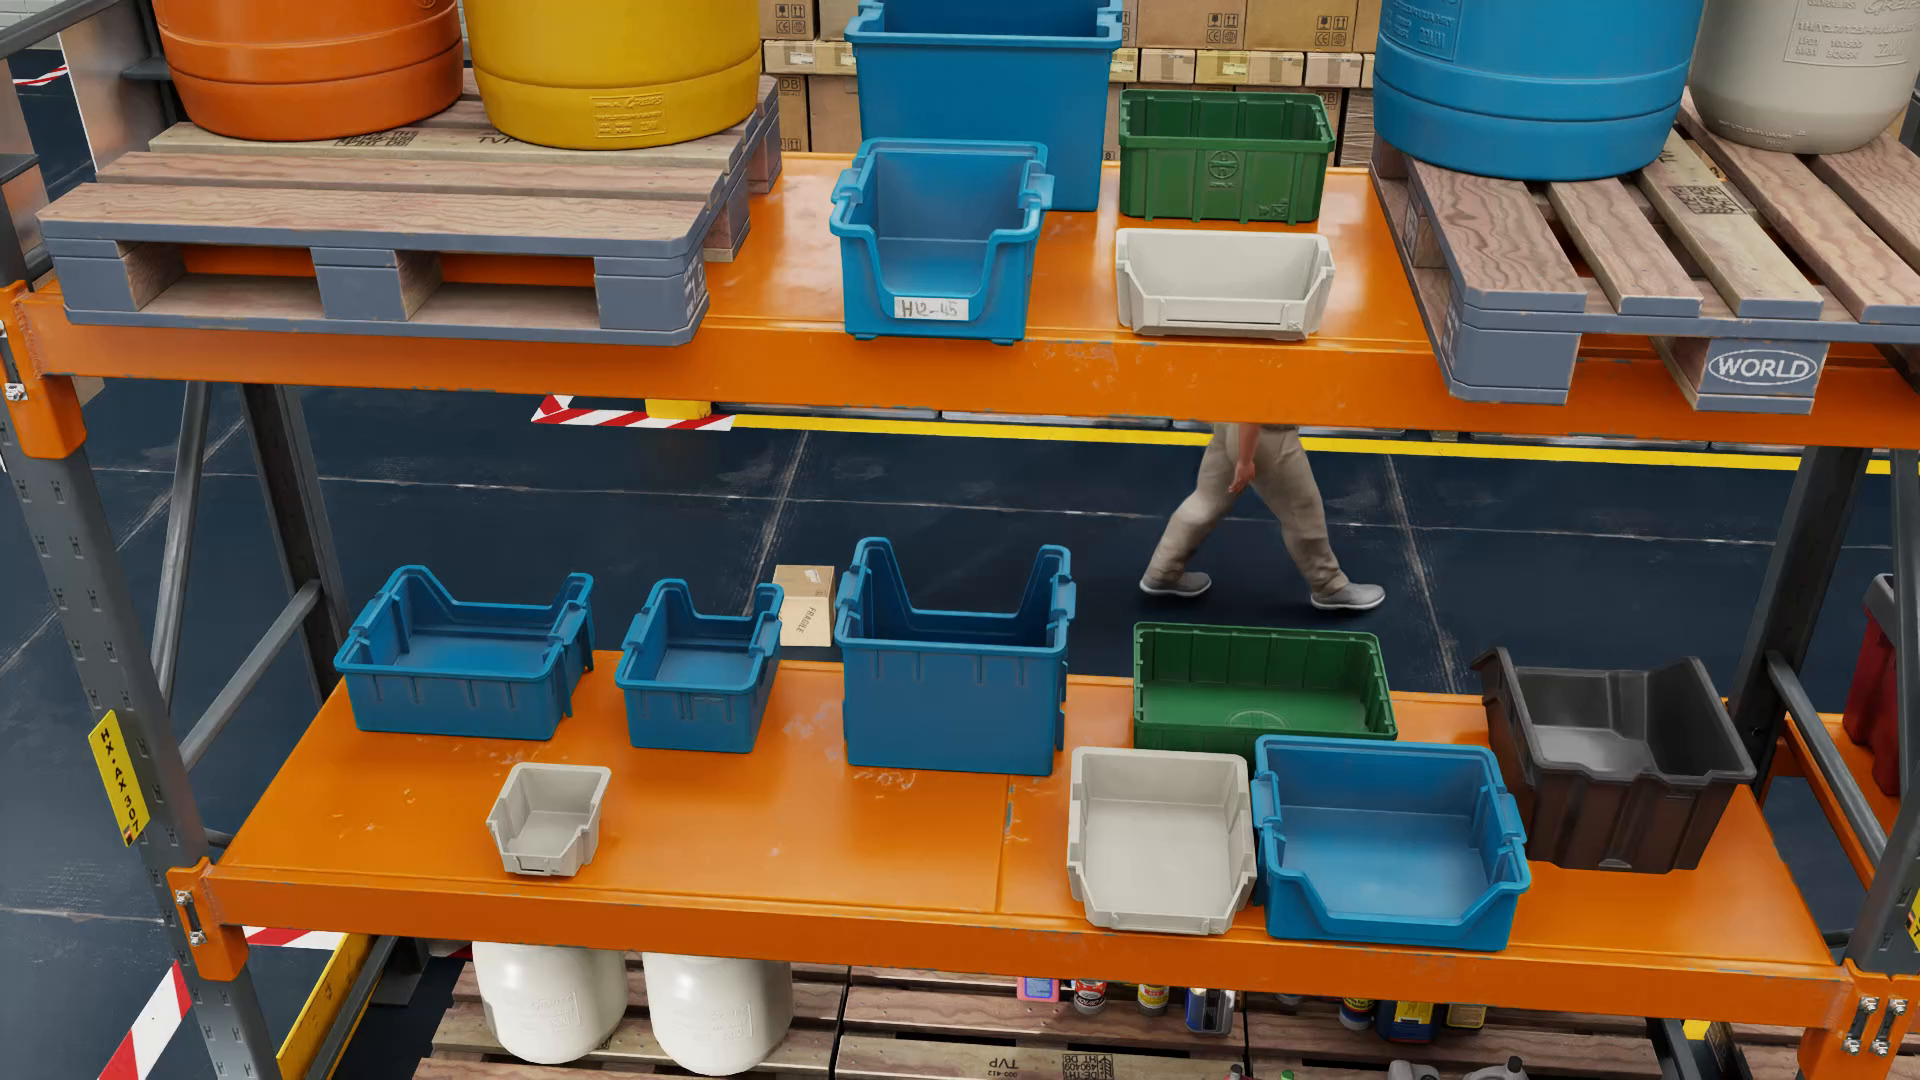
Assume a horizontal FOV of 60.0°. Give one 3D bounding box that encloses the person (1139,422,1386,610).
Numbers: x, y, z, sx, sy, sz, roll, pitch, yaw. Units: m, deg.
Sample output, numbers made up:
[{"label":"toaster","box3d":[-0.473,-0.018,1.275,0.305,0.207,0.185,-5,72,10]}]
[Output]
[{"label":"person","box3d":[1.317,-0.467,6.880,1.053,1.662,0.548,-4,32,-6]}]
